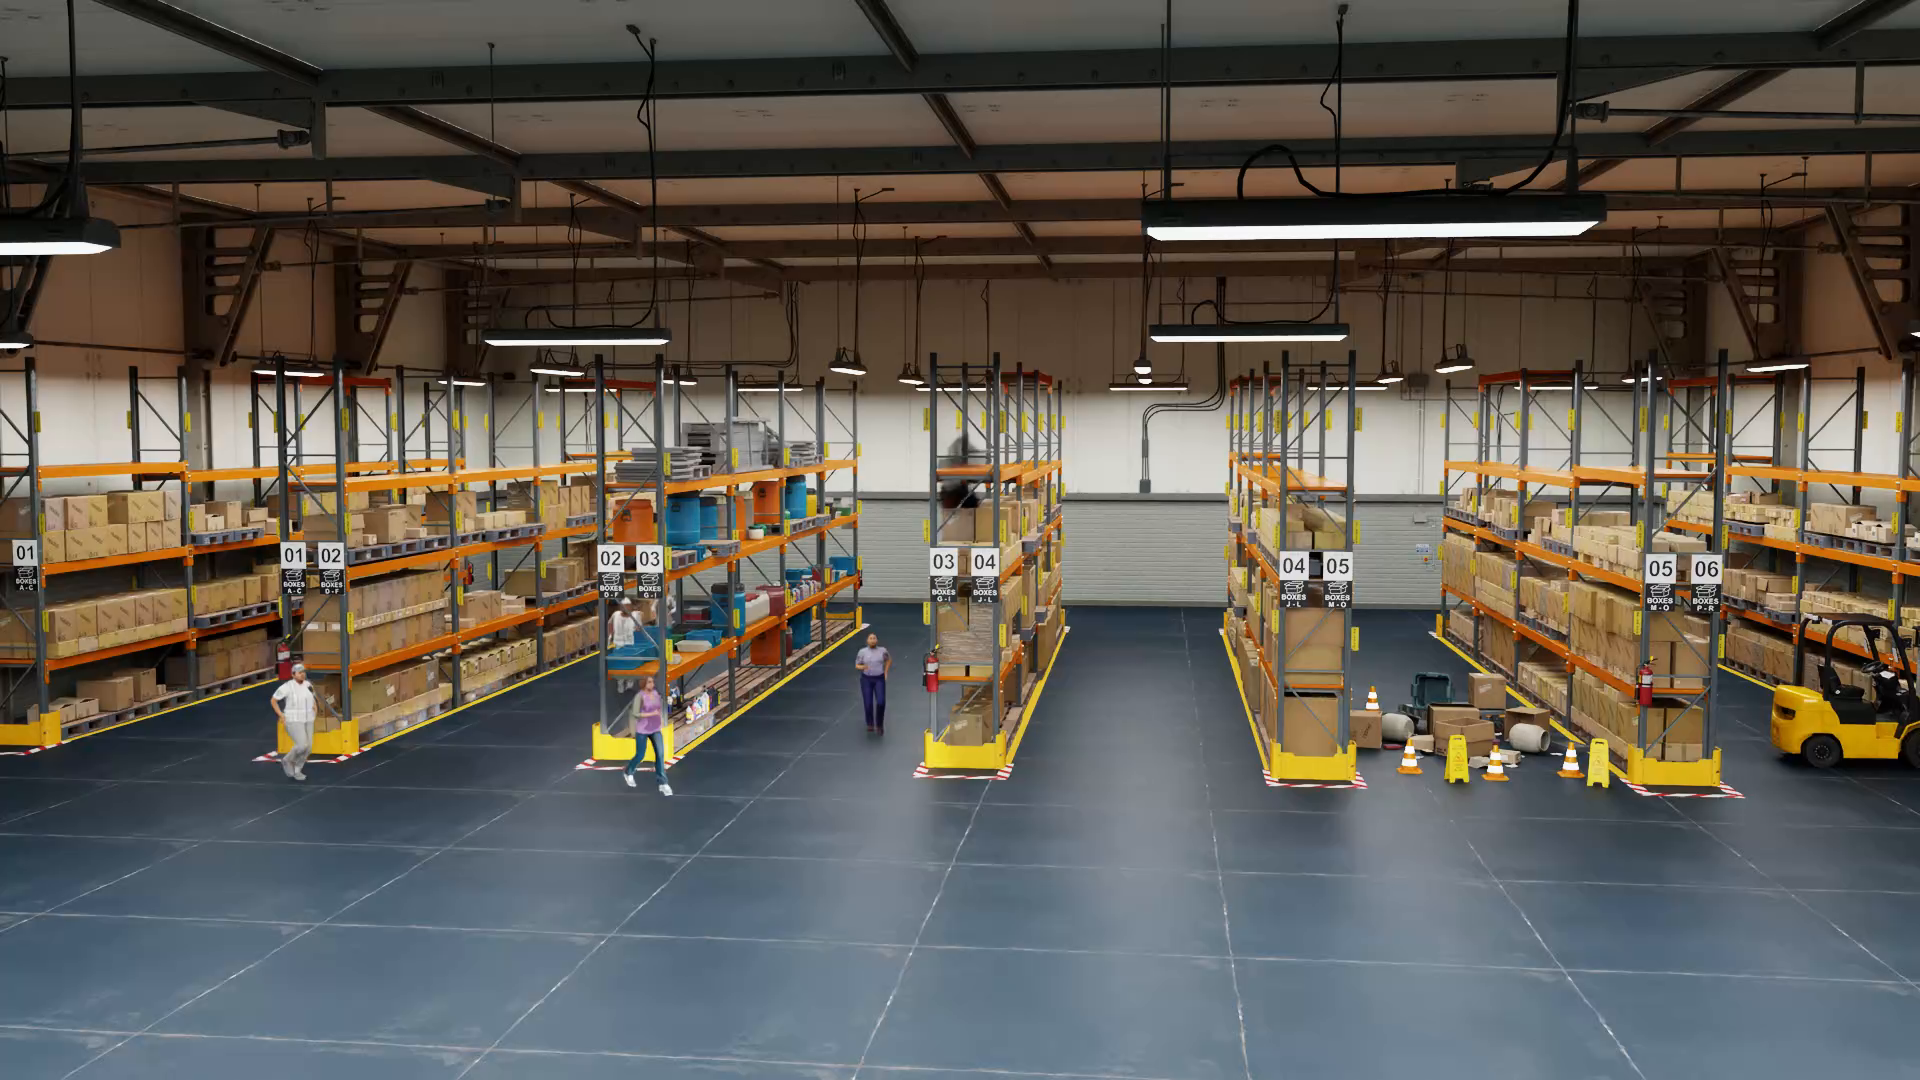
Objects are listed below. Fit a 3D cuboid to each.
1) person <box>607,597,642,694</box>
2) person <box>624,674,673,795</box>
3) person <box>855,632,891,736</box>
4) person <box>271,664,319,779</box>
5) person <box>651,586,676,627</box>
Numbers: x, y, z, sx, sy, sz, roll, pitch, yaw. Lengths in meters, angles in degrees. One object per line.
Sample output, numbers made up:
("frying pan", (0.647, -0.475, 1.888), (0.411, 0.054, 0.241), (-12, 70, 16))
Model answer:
("person", (-6.179, 1.949, 30.657), (0.660, 1.789, 0.800), (0, 4, -6))
("person", (-4.202, 2.596, 22.412), (0.539, 1.597, 0.876), (-4, 6, -45))
("person", (-1.382, 2.319, 26.611), (0.586, 1.664, 0.661), (0, 4, -5))
("person", (-9.206, 2.544, 23.228), (0.577, 1.631, 0.593), (2, 5, 31))
("person", (-6.325, 1.718, 35.493), (0.529, 1.552, 0.556), (0, 4, -6))
